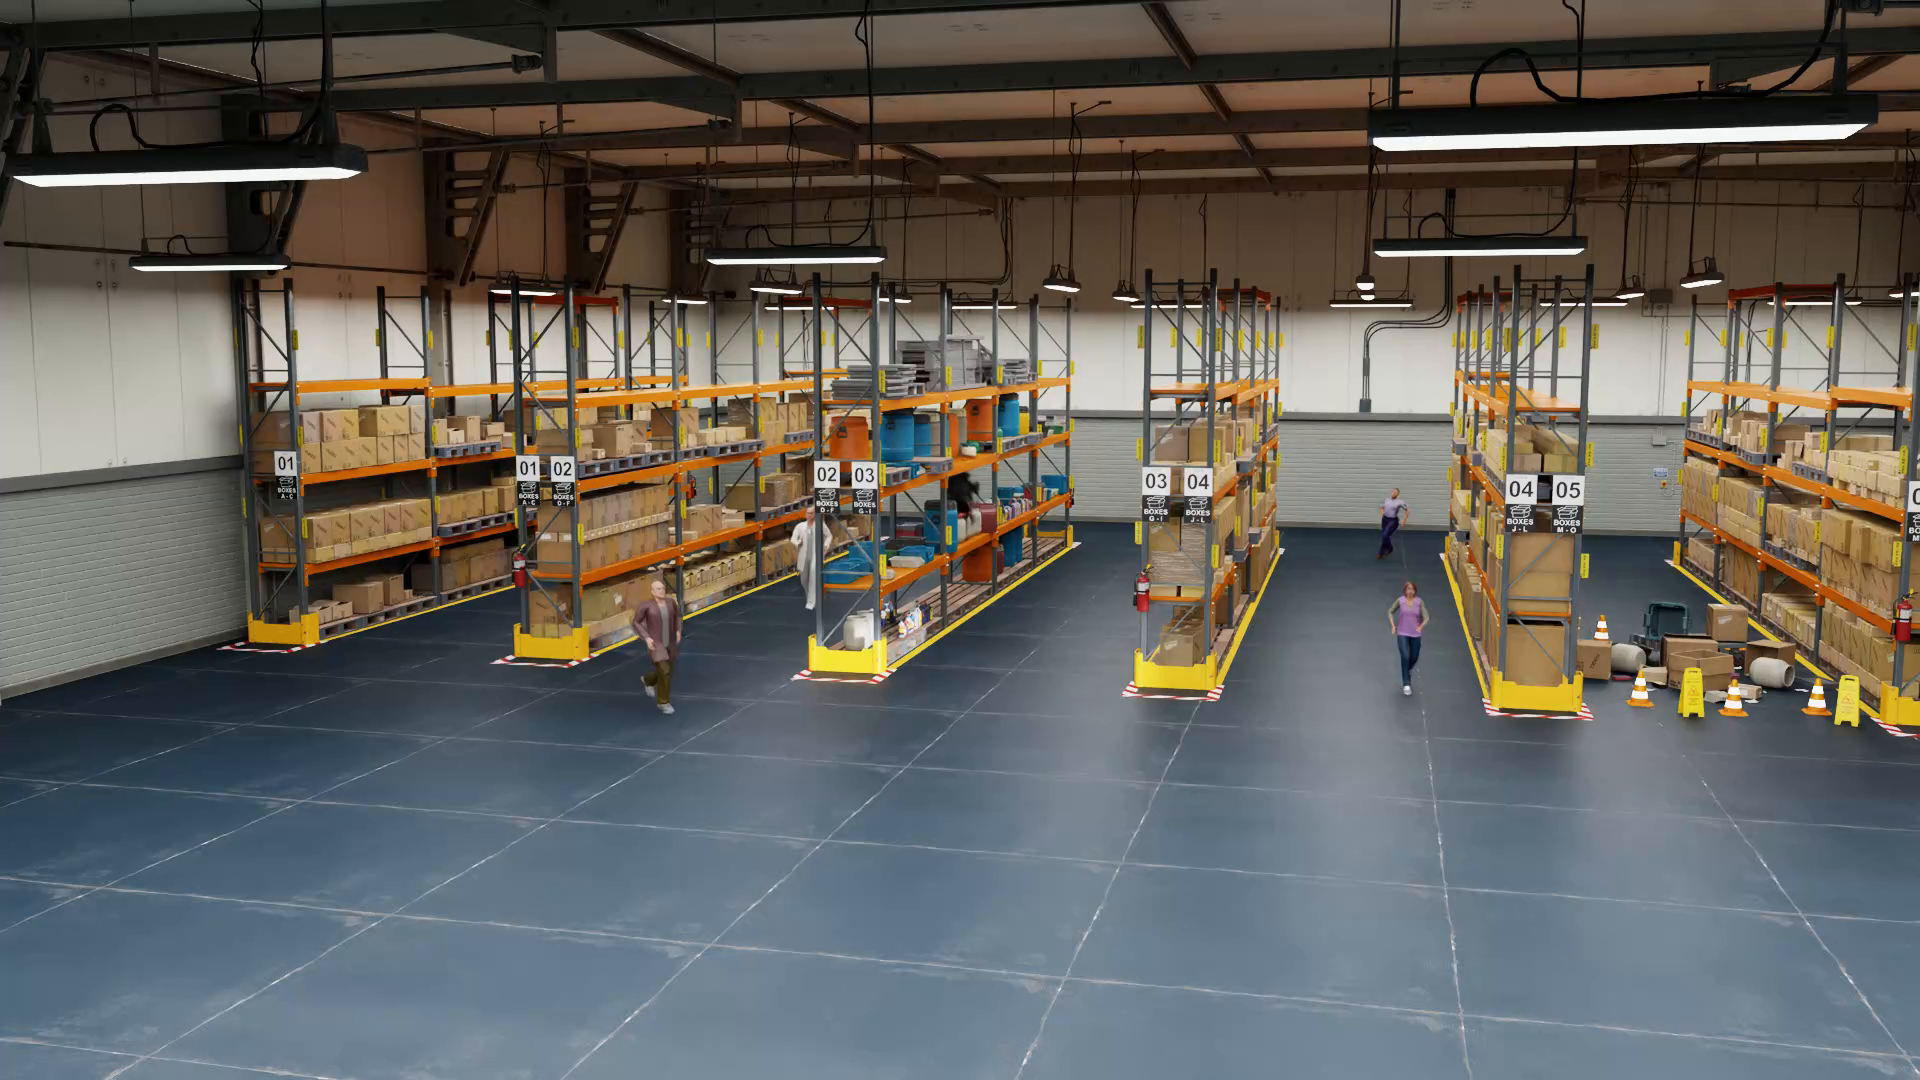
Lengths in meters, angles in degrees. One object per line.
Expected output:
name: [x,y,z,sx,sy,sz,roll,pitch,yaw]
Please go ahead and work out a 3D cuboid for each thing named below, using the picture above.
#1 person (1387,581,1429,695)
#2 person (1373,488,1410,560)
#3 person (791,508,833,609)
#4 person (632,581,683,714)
person: [6.409,1.370,23.808,0.561,1.584,0.798,1,7,7]
person: [9.855,-0.377,38.189,0.870,1.616,0.643,-5,9,-38]
person: [-2.640,0.320,29.429,0.721,1.781,0.886,1,7,6]
person: [-4.101,1.432,22.615,0.713,1.789,0.763,-6,9,-41]
